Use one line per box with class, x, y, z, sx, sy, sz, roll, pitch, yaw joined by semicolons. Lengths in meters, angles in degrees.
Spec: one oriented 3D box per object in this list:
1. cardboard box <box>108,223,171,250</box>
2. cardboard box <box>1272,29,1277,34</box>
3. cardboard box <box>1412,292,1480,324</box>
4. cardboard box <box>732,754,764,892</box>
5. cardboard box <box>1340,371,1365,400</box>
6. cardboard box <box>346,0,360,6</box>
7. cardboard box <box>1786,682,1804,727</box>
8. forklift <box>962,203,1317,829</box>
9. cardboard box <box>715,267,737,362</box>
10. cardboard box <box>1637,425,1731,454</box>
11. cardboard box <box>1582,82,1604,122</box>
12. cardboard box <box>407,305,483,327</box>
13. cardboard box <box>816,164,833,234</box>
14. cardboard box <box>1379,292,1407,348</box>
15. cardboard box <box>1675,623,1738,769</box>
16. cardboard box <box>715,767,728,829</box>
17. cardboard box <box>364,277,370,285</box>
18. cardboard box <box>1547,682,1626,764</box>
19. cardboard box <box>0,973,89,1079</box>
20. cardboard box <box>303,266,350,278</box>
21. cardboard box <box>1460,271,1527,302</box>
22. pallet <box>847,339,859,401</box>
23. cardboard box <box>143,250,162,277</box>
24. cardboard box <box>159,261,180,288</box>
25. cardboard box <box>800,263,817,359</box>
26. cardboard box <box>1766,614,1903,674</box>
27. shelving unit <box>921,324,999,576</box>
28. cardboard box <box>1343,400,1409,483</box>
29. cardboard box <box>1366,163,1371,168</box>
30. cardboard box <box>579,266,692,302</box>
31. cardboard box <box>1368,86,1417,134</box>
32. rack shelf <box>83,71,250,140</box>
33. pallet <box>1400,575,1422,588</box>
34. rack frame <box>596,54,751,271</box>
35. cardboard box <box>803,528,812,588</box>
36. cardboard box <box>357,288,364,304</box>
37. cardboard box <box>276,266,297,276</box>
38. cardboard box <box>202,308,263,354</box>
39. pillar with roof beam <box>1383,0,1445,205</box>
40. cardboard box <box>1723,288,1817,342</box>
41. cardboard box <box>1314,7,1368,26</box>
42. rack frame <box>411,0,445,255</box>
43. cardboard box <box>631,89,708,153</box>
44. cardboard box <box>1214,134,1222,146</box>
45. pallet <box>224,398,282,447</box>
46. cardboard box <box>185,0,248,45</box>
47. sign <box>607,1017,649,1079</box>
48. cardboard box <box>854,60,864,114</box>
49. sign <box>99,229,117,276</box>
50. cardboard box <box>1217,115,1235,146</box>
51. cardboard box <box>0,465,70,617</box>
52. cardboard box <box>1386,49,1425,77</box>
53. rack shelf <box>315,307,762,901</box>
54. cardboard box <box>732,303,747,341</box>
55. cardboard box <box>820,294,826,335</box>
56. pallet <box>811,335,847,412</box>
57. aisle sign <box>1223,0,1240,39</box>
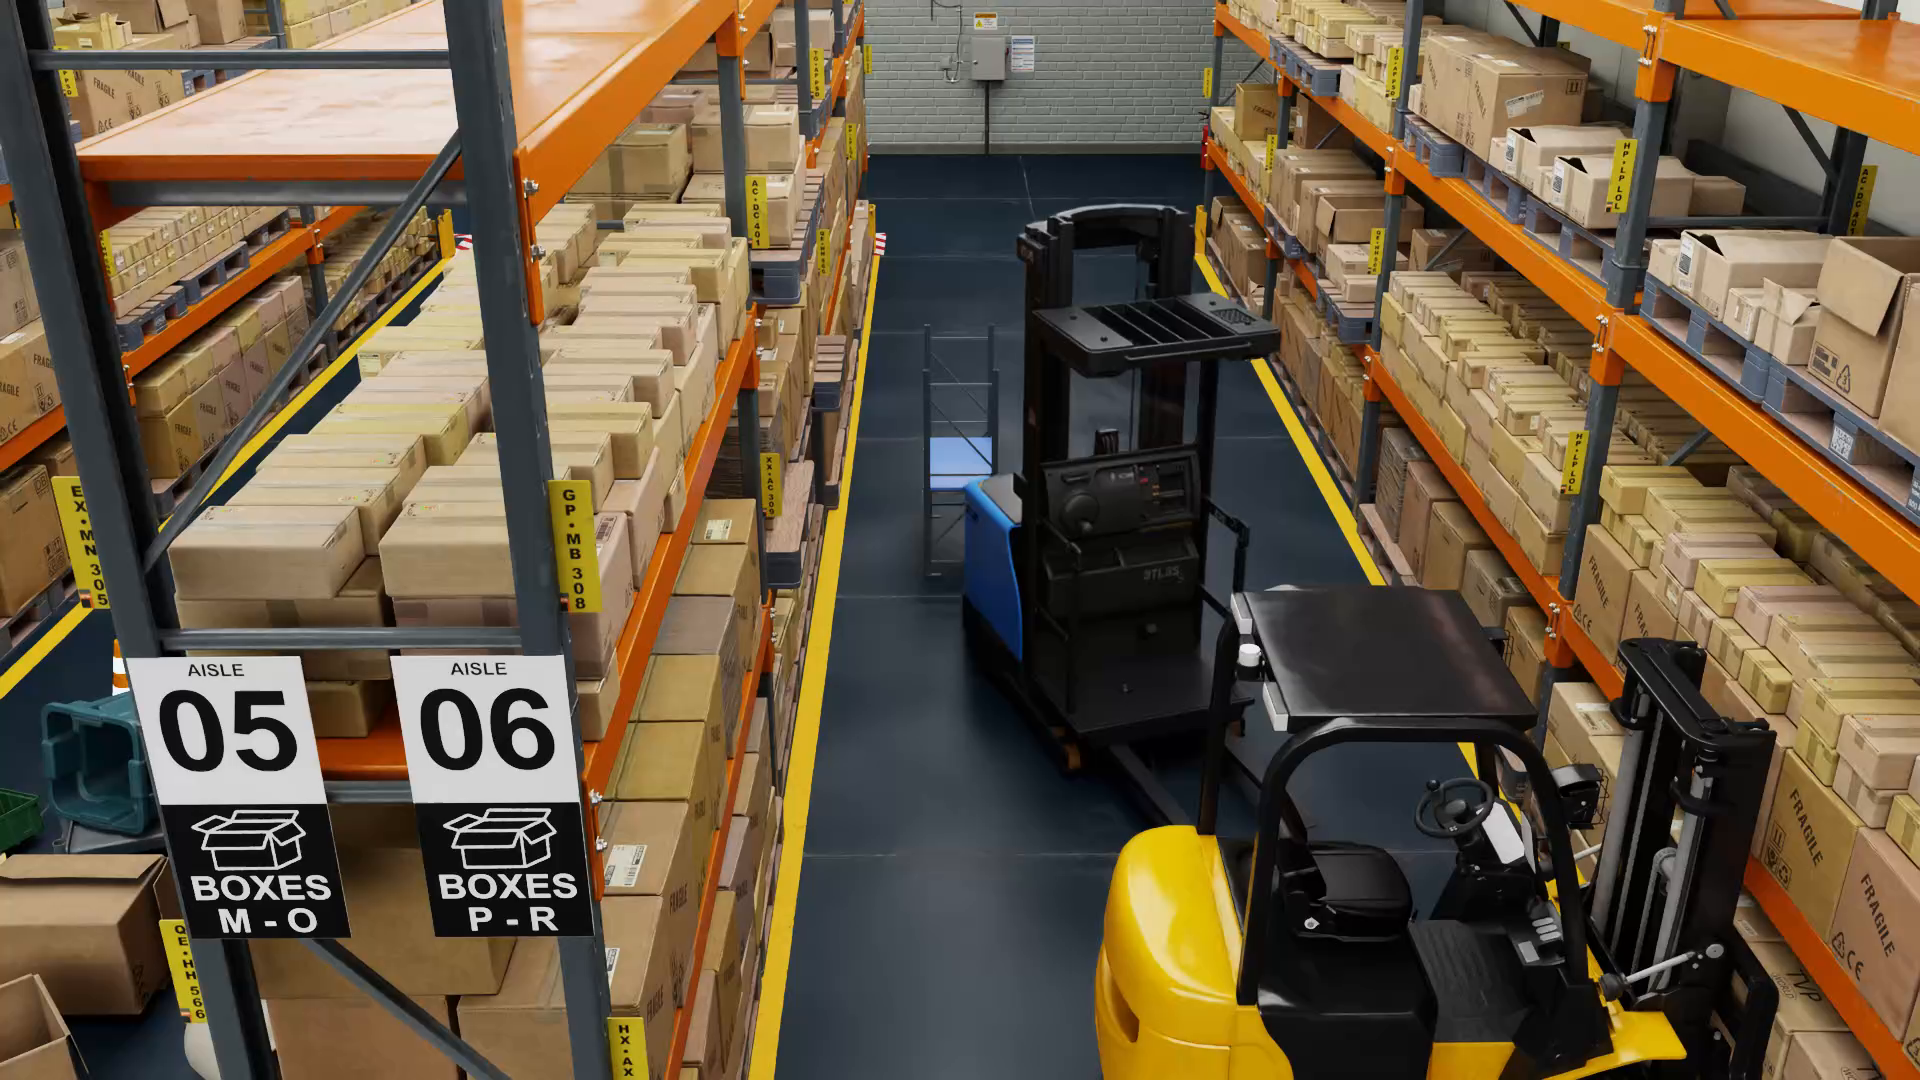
cardboard box;-6.267;-2.309;12.671;0.380;0.149;0.250;-1;24;-3
cardboard box;3.120;-4.684;15.516;0.380;0.149;0.250;0;24;-1
cardboard box;3.204;-1.529;10.965;0.380;0.149;0.250;0;24;1
cardboard box;-1.175;1.308;7.519;0.500;0.500;0.500;0;24;0
cardboard box;3.170;-1.199;12.881;0.380;0.149;0.250;-1;24;-3
cardboard box;-6.274;-5.453;16.485;0.500;0.250;0.500;-1;24;-3
cardboard box;3.315;0.646;6.157;0.380;0.149;0.250;0;24;-1
forklift;0.986;-0.231;9.087;1.130;2.935;3.031;-8;26;-18
cardboard box;-1.177;-0.909;6.684;0.500;0.250;0.500;-1;24;-1
cardboard box;3.766;-0.486;8.659;0.380;0.149;0.250;-1;24;-2
cardboard box;3.727;-2.774;10.538;0.500;0.250;0.500;0;24;-1
cardboard box;-1.681;-0.708;5.756;0.380;0.149;0.250;0;24;0
cardboard box;-1.267;-2.635;12.986;0.500;0.500;0.500;0;24;1
cardboard box;3.198;-1.512;11.411;0.500;0.250;0.500;0;24;-1
cardboard box;3.279;0.674;6.882;0.500;0.500;0.500;0;24;-1
cardboard box;-1.123;1.011;6.562;0.380;0.149;0.250;0;24;0
cardboard box;-6.288;-2.704;17.061;0.380;0.149;0.250;1;24;2
cardboard box;3.197;0.919;8.076;0.500;0.250;0.500;-1;24;-1
cardboard box;-3.964;2.209;6.638;0.797;0.503;0.637;-19;31;-36
cardboard box;-6.286;-2.621;16.516;0.380;0.149;0.250;-1;24;-1
cardboard box;3.668;-1.744;11.441;0.380;0.149;0.250;1;24;1
pallet;-1.461;-1.572;15.354;1.003;0.211;1.213;0;24;-1
cardboard box;-6.265;-2.083;12.532;0.380;0.149;0.250;-1;24;-2
cardboard box;-6.263;-2.044;12.807;0.380;0.149;0.250;1;24;2
cardboard box;-1.201;-1.486;10.786;0.500;0.500;0.500;-1;24;-1
cardboard box;3.327;0.401;6.337;0.380;0.149;0.250;0;24;0
shelving unit;0.001;-0.648;11.747;0.538;1.500;1.048;0;24;-1
cardboard box;3.243;-0.762;12.702;0.500;0.500;0.500;0;24;1
cardboard box;3.683;-3.457;15.958;0.500;0.250;0.500;-1;24;-1
cardboard box;-1.209;-0.921;6.227;0.380;0.149;0.250;-1;24;-2
cardboard box;3.214;-3.045;11.768;0.500;0.250;0.500;-1;24;-2
rack shelf;-6.471;-3.312;13.048;1.077;0.370;4.000;0;24;-1
pallet;3.443;0.575;10.605;1.003;0.211;1.213;0;24;-1
rack frame;-1.457;-2.598;6.957;1.000;3.000;0.127;0;24;-1
cardboard box;-1.489;0.030;11.105;0.950;0.372;0.625;-1;24;-2
cardboard box;-6.286;-2.457;16.875;0.380;0.149;0.250;-1;24;-2
cardboard box;-6.810;-2.613;16.499;0.380;0.149;0.250;0;24;-1
cardboard box;-6.220;-1.755;13.988;0.500;0.250;0.500;-1;24;-3
pillar with roof beam;0.008;-6.189;14.899;9.100;9.000;0.400;0;24;-1
cardboard box;3.216;-0.874;6.460;0.380;0.149;0.250;0;24;1
cardboard box;3.108;-4.259;13.583;0.380;0.149;0.250;0;24;0
rack frame;-6.537;-4.745;18.985;1.000;3.000;0.127;0;24;-1
cardboard box;-1.624;-2.240;8.872;0.500;0.250;0.500;0;24;0
cardboard box;3.104;-4.582;18.928;0.380;0.149;0.250;0;24;-1
pallet;-6.467;-1.001;14.091;1.003;0.211;1.213;0;24;-1
cardboard box;-6.599;-4.544;14.269;0.700;0.500;0.500;0;24;0
sign;-0.871;1.387;4.376;0.100;0.325;0.005;0;24;-1
cardboard box;-1.310;-4.897;17.987;0.500;0.500;0.500;0;24;0
sign;-5.895;-1.980;11.466;0.100;0.325;0.005;0;24;-1
cardboard box;3.116;-4.504;18.273;0.500;0.250;0.500;0;24;0
cardboard box;-6.520;-0.003;10.721;1.050;0.750;0.750;0;24;0
cardboard box;3.163;-3.292;11.470;0.380;0.149;0.250;1;24;1
rack shelf;-1.436;-0.079;5.901;1.077;0.370;4.000;0;24;-1
cardboard box;-1.148;-0.988;7.342;0.380;0.149;0.250;0;24;0
cardboard box;-1.255;-1.647;12.317;0.500;0.250;0.500;-1;24;-1
pallet;-1.387;-1.132;11.229;1.213;0.211;1.003;0;24;-1
aisle sign;3.081;-6.044;18.702;0.394;0.787;0.004;0;24;-1
